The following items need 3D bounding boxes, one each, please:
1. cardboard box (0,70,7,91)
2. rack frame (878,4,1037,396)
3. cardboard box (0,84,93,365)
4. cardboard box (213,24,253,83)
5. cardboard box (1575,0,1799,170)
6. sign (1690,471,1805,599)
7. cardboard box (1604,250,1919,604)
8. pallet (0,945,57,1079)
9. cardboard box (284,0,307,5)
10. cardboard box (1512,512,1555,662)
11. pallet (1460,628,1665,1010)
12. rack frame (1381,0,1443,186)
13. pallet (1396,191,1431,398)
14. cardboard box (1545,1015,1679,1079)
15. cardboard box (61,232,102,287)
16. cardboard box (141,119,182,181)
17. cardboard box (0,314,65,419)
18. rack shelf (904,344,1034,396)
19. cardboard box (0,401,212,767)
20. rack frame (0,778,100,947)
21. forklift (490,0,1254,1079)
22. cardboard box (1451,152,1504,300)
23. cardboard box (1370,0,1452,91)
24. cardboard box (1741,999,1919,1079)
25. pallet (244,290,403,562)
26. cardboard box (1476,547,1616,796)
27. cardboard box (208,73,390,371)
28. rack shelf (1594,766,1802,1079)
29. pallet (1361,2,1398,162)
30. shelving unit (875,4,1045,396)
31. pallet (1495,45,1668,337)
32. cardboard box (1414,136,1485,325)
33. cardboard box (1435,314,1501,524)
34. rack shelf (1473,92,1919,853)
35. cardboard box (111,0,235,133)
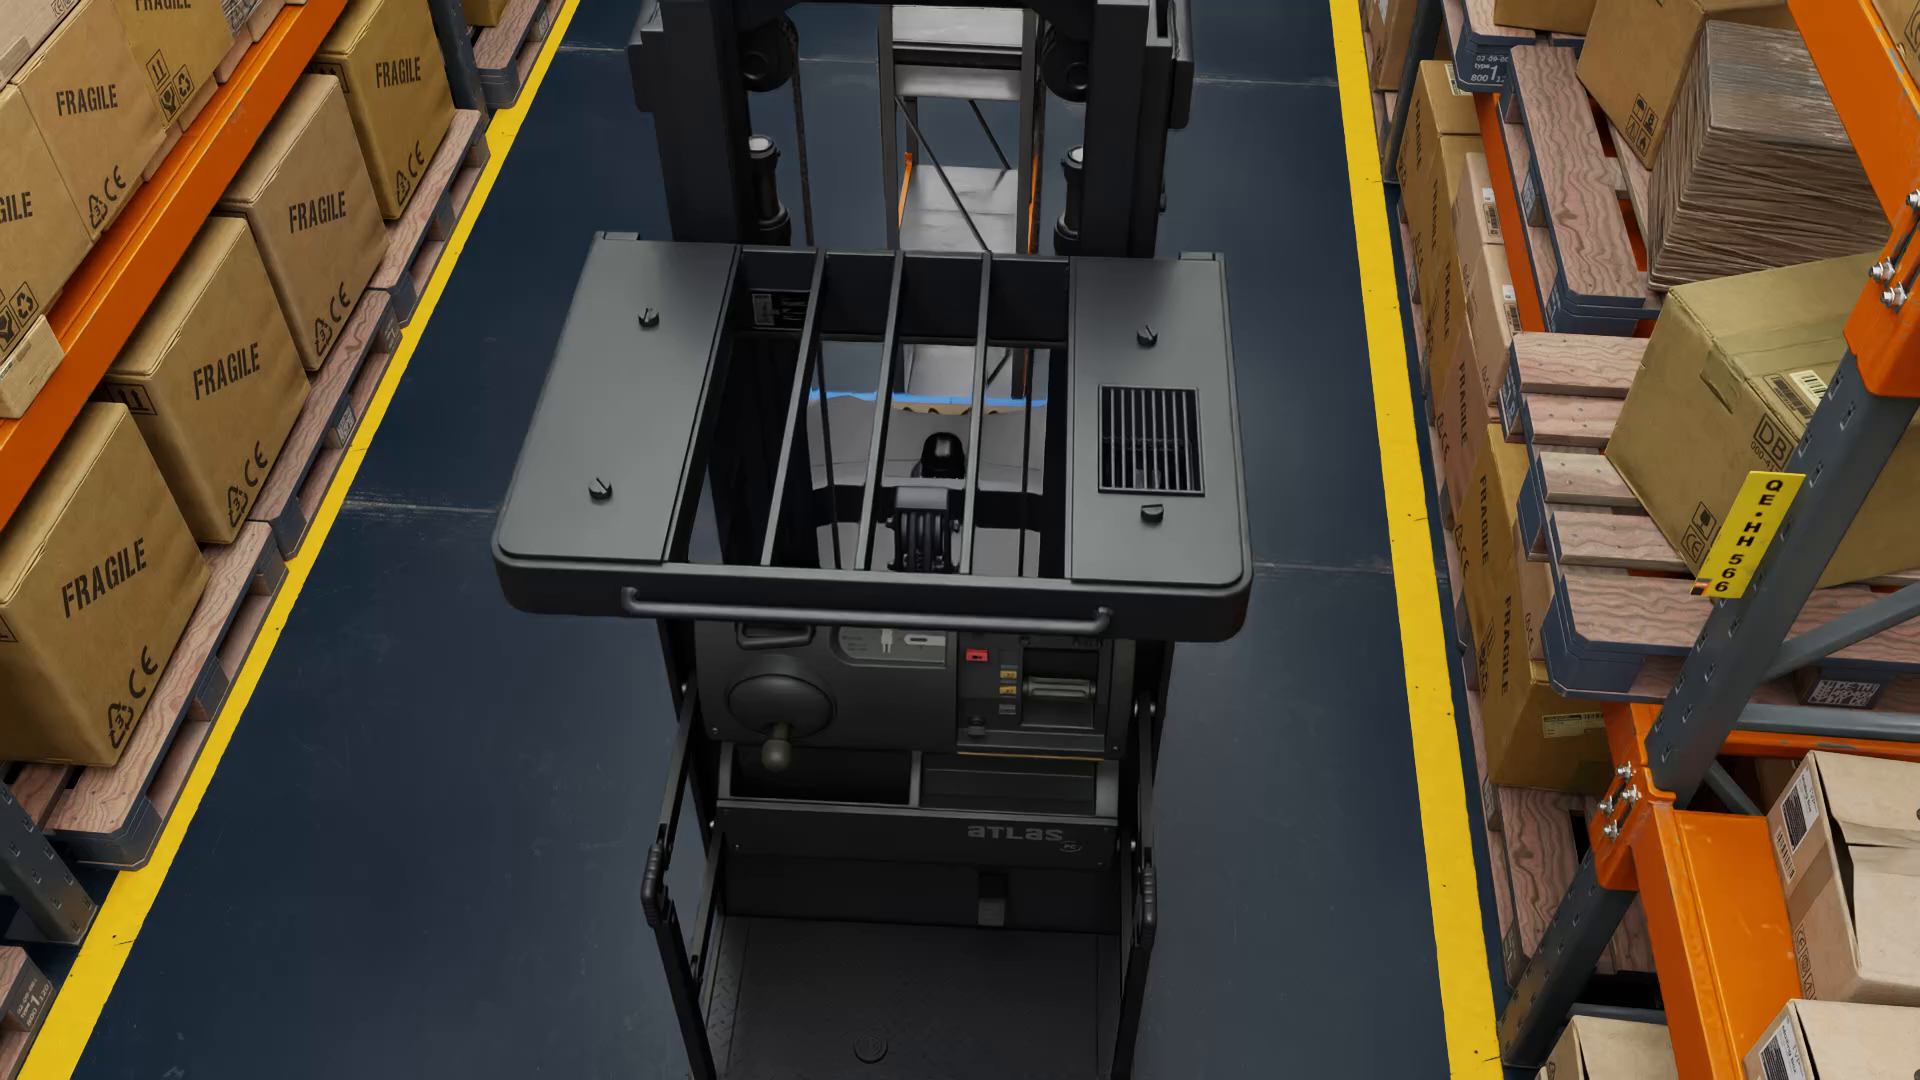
[{"bbox_3d":[-2.630,-1.047,3.884,0.500,0.250,0.500,3,48,3],"label":"cardboard box"},{"bbox_3d":[-0.007,-0.651,4.922,0.400,2.100,0.015,4,48,4],"label":"rack frame"},{"bbox_3d":[-2.621,-0.806,4.172,0.500,0.500,0.500,5,48,5],"label":"cardboard box"},{"bbox_3d":[-2.520,-1.605,5.342,0.380,0.149,0.250,3,48,2],"label":"cardboard box"},{"bbox_3d":[2.222,-1.424,4.667,0.700,0.500,0.500,-7,48,-6],"label":"cardboard box"},{"bbox_3d":[1.415,-0.005,2.991,0.100,0.325,0.005,4,48,4],"label":"sign"},{"bbox_3d":[1.902,-0.257,3.600,0.700,0.500,0.500,-11,48,-10],"label":"cardboard box"},{"bbox_3d":[-3.049,1.574,4.168,1.003,0.211,1.213,4,48,4],"label":"pallet"},{"bbox_3d":[-2.395,-1.963,5.669,0.380,0.149,0.250,4,48,4],"label":"cardboard box"},{"bbox_3d":[1.809,0.086,4.526,0.500,0.250,0.500,6,48,5],"label":"cardboard box"},{"bbox_3d":[2.062,0.784,4.890,1.003,0.211,1.213,4,48,4],"label":"pallet"},{"bbox_3d":[2.321,-2.551,6.050,1.000,3.000,0.127,4,48,4],"label":"rack frame"},{"bbox_3d":[2.285,-1.009,6.530,1.003,0.211,1.213,4,48,4],"label":"pallet"},{"bbox_3d":[1.617,1.351,3.680,0.500,0.311,0.500,5,48,5],"label":"cardboard box"},{"bbox_3d":[-2.661,-0.849,4.650,0.380,0.149,0.250,5,48,4],"label":"cardboard box"},{"bbox_3d":[-2.587,-1.218,4.988,0.380,0.149,0.250,4,48,4],"label":"cardboard box"},{"bbox_3d":[-2.576,-0.464,4.298,0.380,0.149,0.250,5,48,5],"label":"cardboard box"},{"bbox_3d":[0.015,-0.349,5.613,0.431,0.518,0.480,4,48,4],"label":"rack shelf"},{"bbox_3d":[-2.779,0.111,4.788,0.750,0.750,0.750,3,48,3],"label":"cardboard box"},{"bbox_3d":[-2.977,0.058,3.664,1.000,3.000,0.127,4,48,4],"label":"rack frame"},{"bbox_3d":[-0.107,0.409,3.390,1.130,2.935,3.031,2,48,2],"label":"forklift"},{"bbox_3d":[1.943,-1.035,5.551,0.500,0.250,0.500,4,48,4],"label":"cardboard box"},{"bbox_3d":[2.091,-2.293,7.210,0.500,0.500,0.500,4,48,4],"label":"cardboard box"},{"bbox_3d":[1.682,1.063,2.805,0.500,0.311,0.500,3,48,3],"label":"cardboard box"},{"bbox_3d":[-2.716,-0.469,6.036,1.003,0.211,1.213,4,48,4],"label":"pallet"},{"bbox_3d":[1.808,0.381,4.765,0.500,0.500,0.500,6,48,5],"label":"cardboard box"},{"bbox_3d":[-2.620,-1.157,5.948,0.750,0.750,0.750,5,48,5],"label":"cardboard box"},{"bbox_3d":[1.774,2.101,2.283,1.077,0.370,4.000,4,48,4],"label":"rack shelf"},{"bbox_3d":[2.385,-2.114,7.541,1.003,0.211,1.213,4,48,4],"label":"pallet"},{"bbox_3d":[0.015,-0.830,5.086,0.431,2.100,0.503,4,48,4],"label":"shelving unit"},{"bbox_3d":[2.129,-0.976,4.740,1.003,0.211,1.213,4,48,4],"label":"pallet"},{"bbox_3d":[1.997,-1.124,6.141,0.500,0.500,0.500,4,48,4],"label":"cardboard box"},{"bbox_3d":[1.897,-0.385,5.466,0.500,0.500,0.500,2,48,2],"label":"cardboard box"},{"bbox_3d":[2.139,-0.838,4.971,1.077,0.370,4.000,4,48,4],"label":"rack shelf"},{"bbox_3d":[-2.535,-1.554,4.856,0.500,0.500,0.500,5,48,5],"label":"cardboard box"}]
